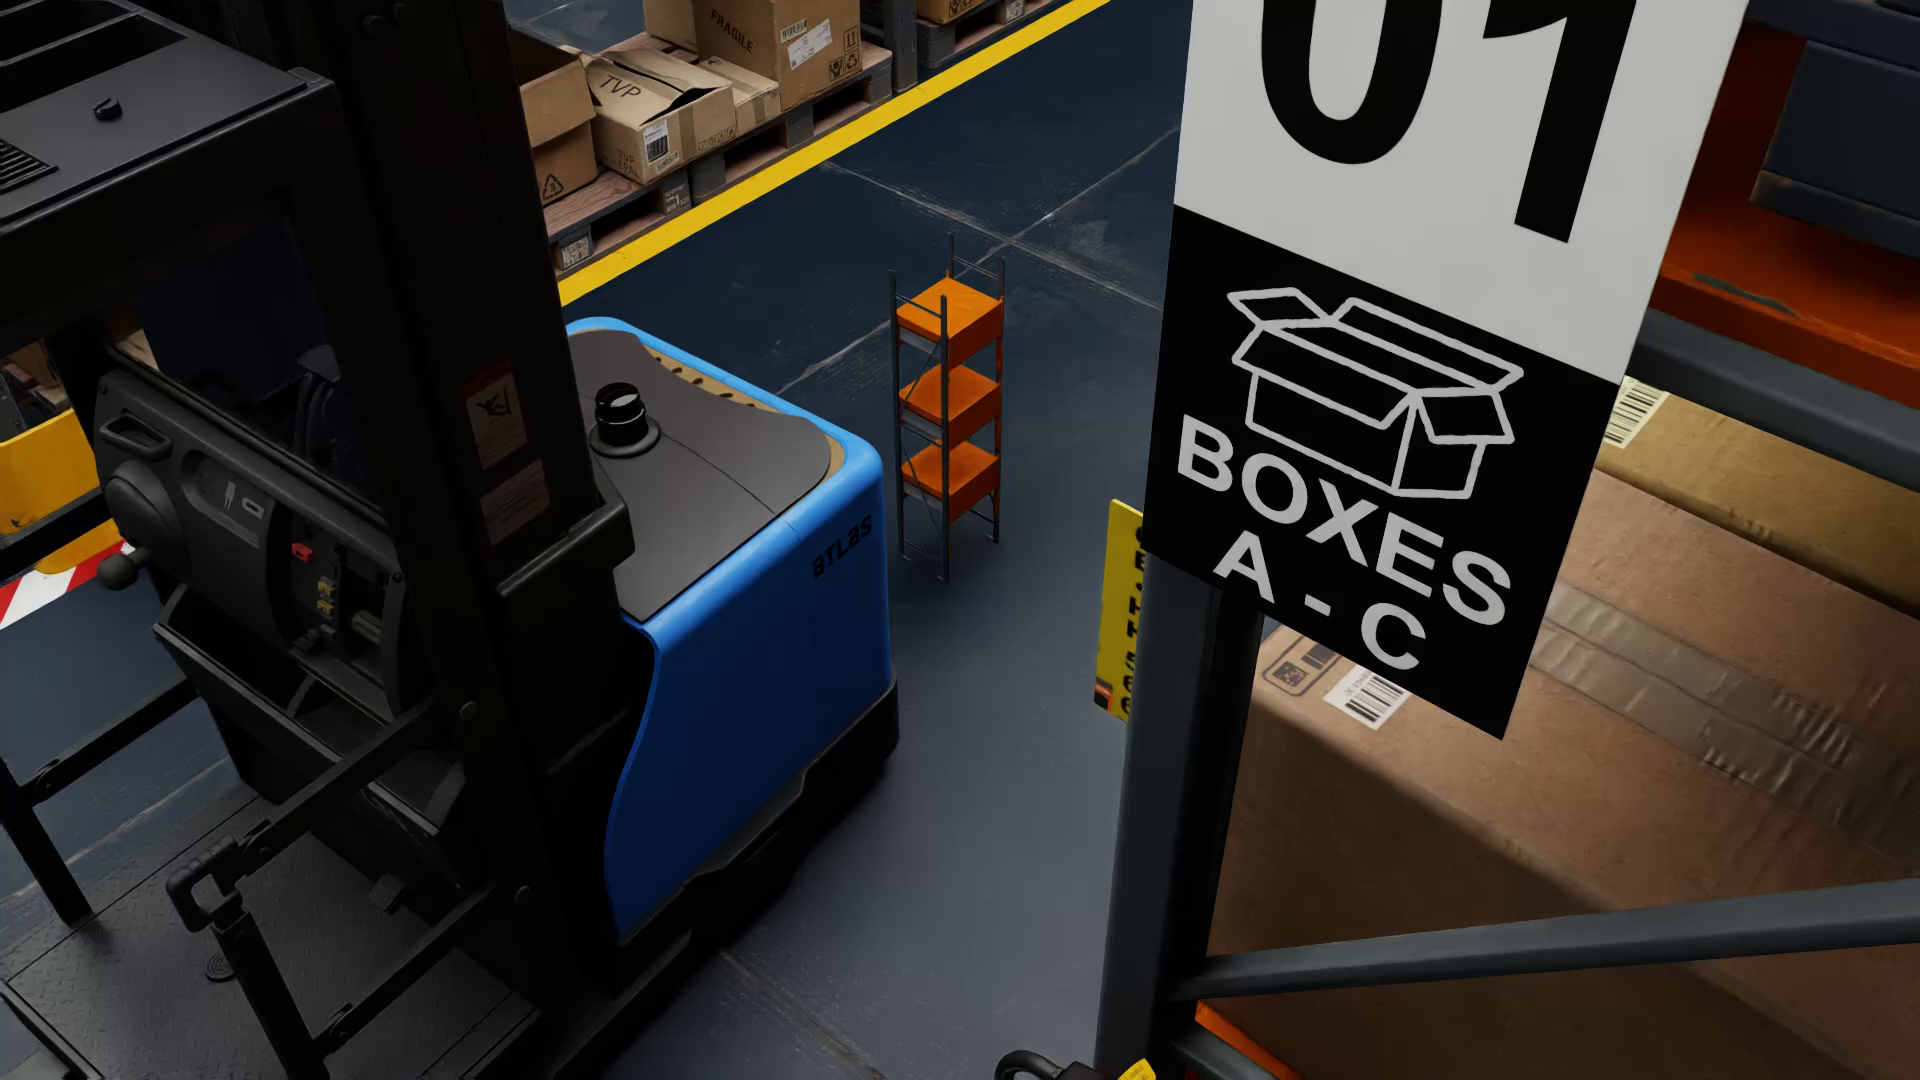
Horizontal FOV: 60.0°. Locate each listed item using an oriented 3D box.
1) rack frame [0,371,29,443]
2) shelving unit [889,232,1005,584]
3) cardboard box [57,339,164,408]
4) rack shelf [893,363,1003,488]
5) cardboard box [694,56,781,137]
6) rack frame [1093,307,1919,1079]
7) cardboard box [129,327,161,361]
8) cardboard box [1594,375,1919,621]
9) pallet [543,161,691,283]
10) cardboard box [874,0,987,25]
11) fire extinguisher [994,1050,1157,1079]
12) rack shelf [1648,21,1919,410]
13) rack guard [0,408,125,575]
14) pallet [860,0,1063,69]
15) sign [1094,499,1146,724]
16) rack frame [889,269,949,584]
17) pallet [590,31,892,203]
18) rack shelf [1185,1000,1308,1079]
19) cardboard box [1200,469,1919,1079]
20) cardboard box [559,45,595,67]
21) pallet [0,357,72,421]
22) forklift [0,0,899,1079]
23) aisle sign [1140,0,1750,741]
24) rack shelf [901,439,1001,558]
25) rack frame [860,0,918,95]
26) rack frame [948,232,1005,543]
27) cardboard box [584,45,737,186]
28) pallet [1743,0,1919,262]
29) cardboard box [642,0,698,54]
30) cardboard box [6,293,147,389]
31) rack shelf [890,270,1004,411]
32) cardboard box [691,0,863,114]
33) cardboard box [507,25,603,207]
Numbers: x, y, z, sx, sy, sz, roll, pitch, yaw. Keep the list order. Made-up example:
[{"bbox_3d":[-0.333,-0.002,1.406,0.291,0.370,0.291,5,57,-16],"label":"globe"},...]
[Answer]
[{"bbox_3d":[-3.186,-1.287,4.436,1.000,3.000,0.127,29,50,28],"label":"rack frame"},{"bbox_3d":[-0.034,-0.361,4.867,0.215,1.050,0.252,29,50,28],"label":"shelving unit"},{"bbox_3d":[-2.654,-0.462,5.320,0.380,0.149,0.250,29,50,28],"label":"cardboard box"},{"bbox_3d":[-0.034,-0.353,4.874,0.215,0.259,0.240,29,50,28],"label":"rack shelf"},{"bbox_3d":[-0.957,-1.820,6.814,0.380,0.149,0.250,29,50,28],"label":"cardboard box"},{"bbox_3d":[0.605,0.854,2.081,0.949,2.616,0.053,29,50,28],"label":"rack frame"},{"bbox_3d":[-2.493,-0.597,5.456,0.380,0.166,0.250,29,50,28],"label":"cardboard box"},{"bbox_3d":[1.388,0.098,2.689,0.980,0.700,0.700,29,50,28],"label":"cardboard box"},{"bbox_3d":[-1.840,-1.331,6.557,1.003,0.211,1.213,29,50,28],"label":"pallet"},{"bbox_3d":[-0.114,-2.728,7.552,0.500,0.500,0.500,27,49,27],"label":"cardboard box"},{"bbox_3d":[0.157,0.900,2.365,0.296,0.674,0.183,29,50,28],"label":"fire extinguisher"},{"bbox_3d":[1.895,-1.018,2.445,1.077,0.370,4.000,29,50,28],"label":"rack shelf"},{"bbox_3d":[-3.137,-0.401,5.320,1.175,0.500,0.348,29,50,28],"label":"rack guard"},{"bbox_3d":[-0.117,-2.750,8.118,1.003,0.211,1.213,29,50,28],"label":"pallet"},{"bbox_3d":[0.201,0.097,1.876,0.100,0.325,0.005,29,50,28],"label":"sign"},{"bbox_3d":[-0.113,-0.298,4.797,0.200,1.050,0.008,29,50,28],"label":"rack frame"},{"bbox_3d":[-1.055,-1.962,7.251,1.003,0.211,1.213,29,50,28],"label":"pallet"},{"bbox_3d":[1.895,0.092,3.454,1.077,0.370,4.000,29,50,28],"label":"rack shelf"},{"bbox_3d":[0.928,0.478,2.272,0.980,0.700,0.700,32,51,30],"label":"cardboard box"},{"bbox_3d":[-1.597,-1.889,6.877,0.380,0.166,0.250,29,50,28],"label":"cardboard box"},{"bbox_3d":[-2.625,-0.705,5.869,1.003,0.211,1.213,29,50,28],"label":"pallet"},{"bbox_3d":[-1.454,0.091,2.971,1.130,2.935,3.031,27,49,26],"label":"forklift"},{"bbox_3d":[0.332,-0.199,1.307,0.394,0.787,0.004,29,50,28],"label":"aisle sign"},{"bbox_3d":[-0.034,-0.147,5.061,0.215,0.259,0.240,29,50,28],"label":"rack shelf"},{"bbox_3d":[-0.612,-3.347,6.701,1.000,3.000,0.127,29,50,28],"label":"rack frame"},{"bbox_3d":[0.044,-0.424,4.936,0.200,1.050,0.008,29,50,28],"label":"rack frame"},{"bbox_3d":[-1.244,-1.712,6.575,0.500,0.311,0.500,29,50,28],"label":"cardboard box"},{"bbox_3d":[1.077,-0.608,1.525,1.003,0.211,1.213,29,50,28],"label":"pallet"},{"bbox_3d":[-1.048,-2.392,7.323,0.500,0.311,0.500,29,50,28],"label":"cardboard box"},{"bbox_3d":[-3.025,-0.912,5.554,0.500,0.500,0.500,29,50,28],"label":"cardboard box"},{"bbox_3d":[-0.034,-0.563,4.683,0.215,0.259,0.240,29,50,28],"label":"rack shelf"},{"bbox_3d":[-0.762,-2.169,6.936,0.500,0.500,0.500,29,50,28],"label":"cardboard box"},{"bbox_3d":[-1.817,-1.616,6.327,0.797,0.503,0.637,29,50,28],"label":"cardboard box"}]
